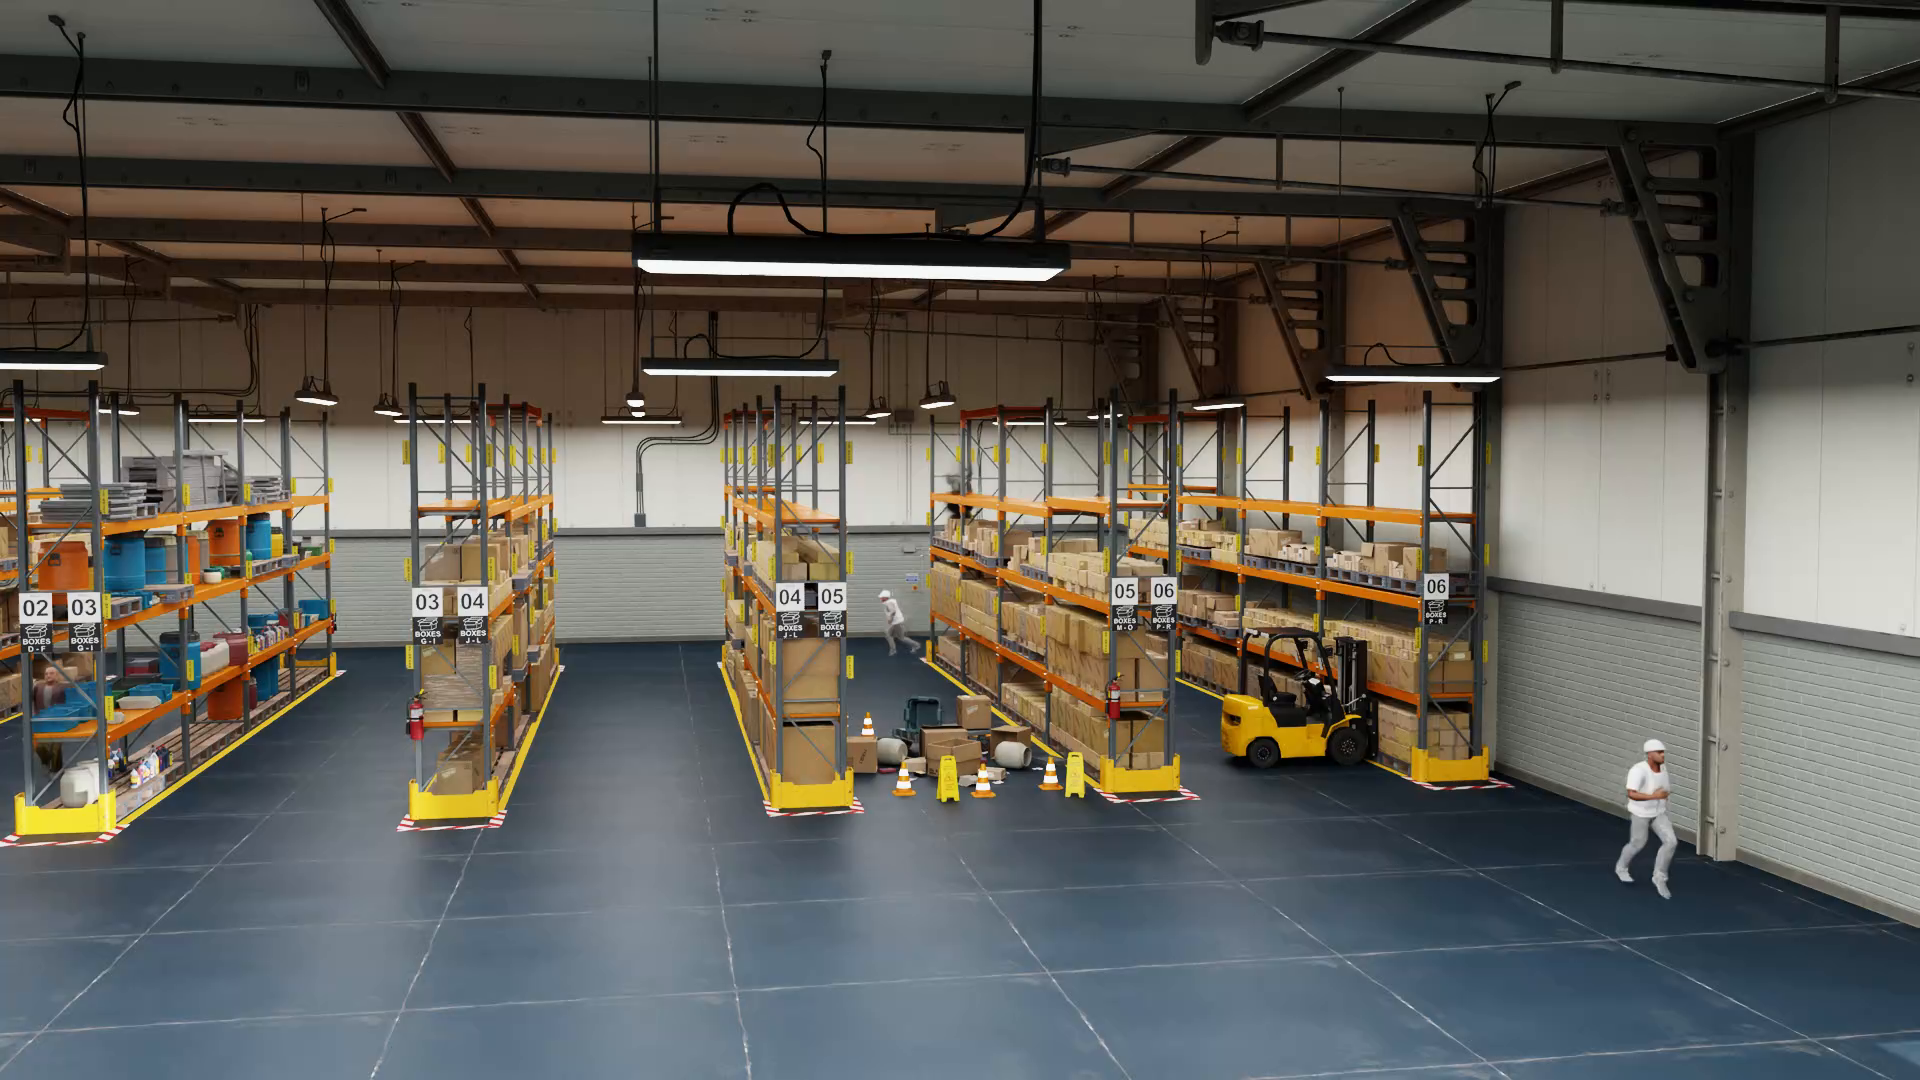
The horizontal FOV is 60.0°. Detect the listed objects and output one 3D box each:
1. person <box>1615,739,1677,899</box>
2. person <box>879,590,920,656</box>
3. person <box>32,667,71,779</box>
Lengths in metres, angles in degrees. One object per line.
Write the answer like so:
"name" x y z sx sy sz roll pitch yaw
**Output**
"person" 7.869 3.162 19.081 0.727 1.802 0.848 -1 3 -24
"person" -1.516 2.103 41.602 1.042 1.692 0.666 0 3 4
"person" -14.027 2.827 25.614 0.692 1.742 0.656 -1 3 -14
